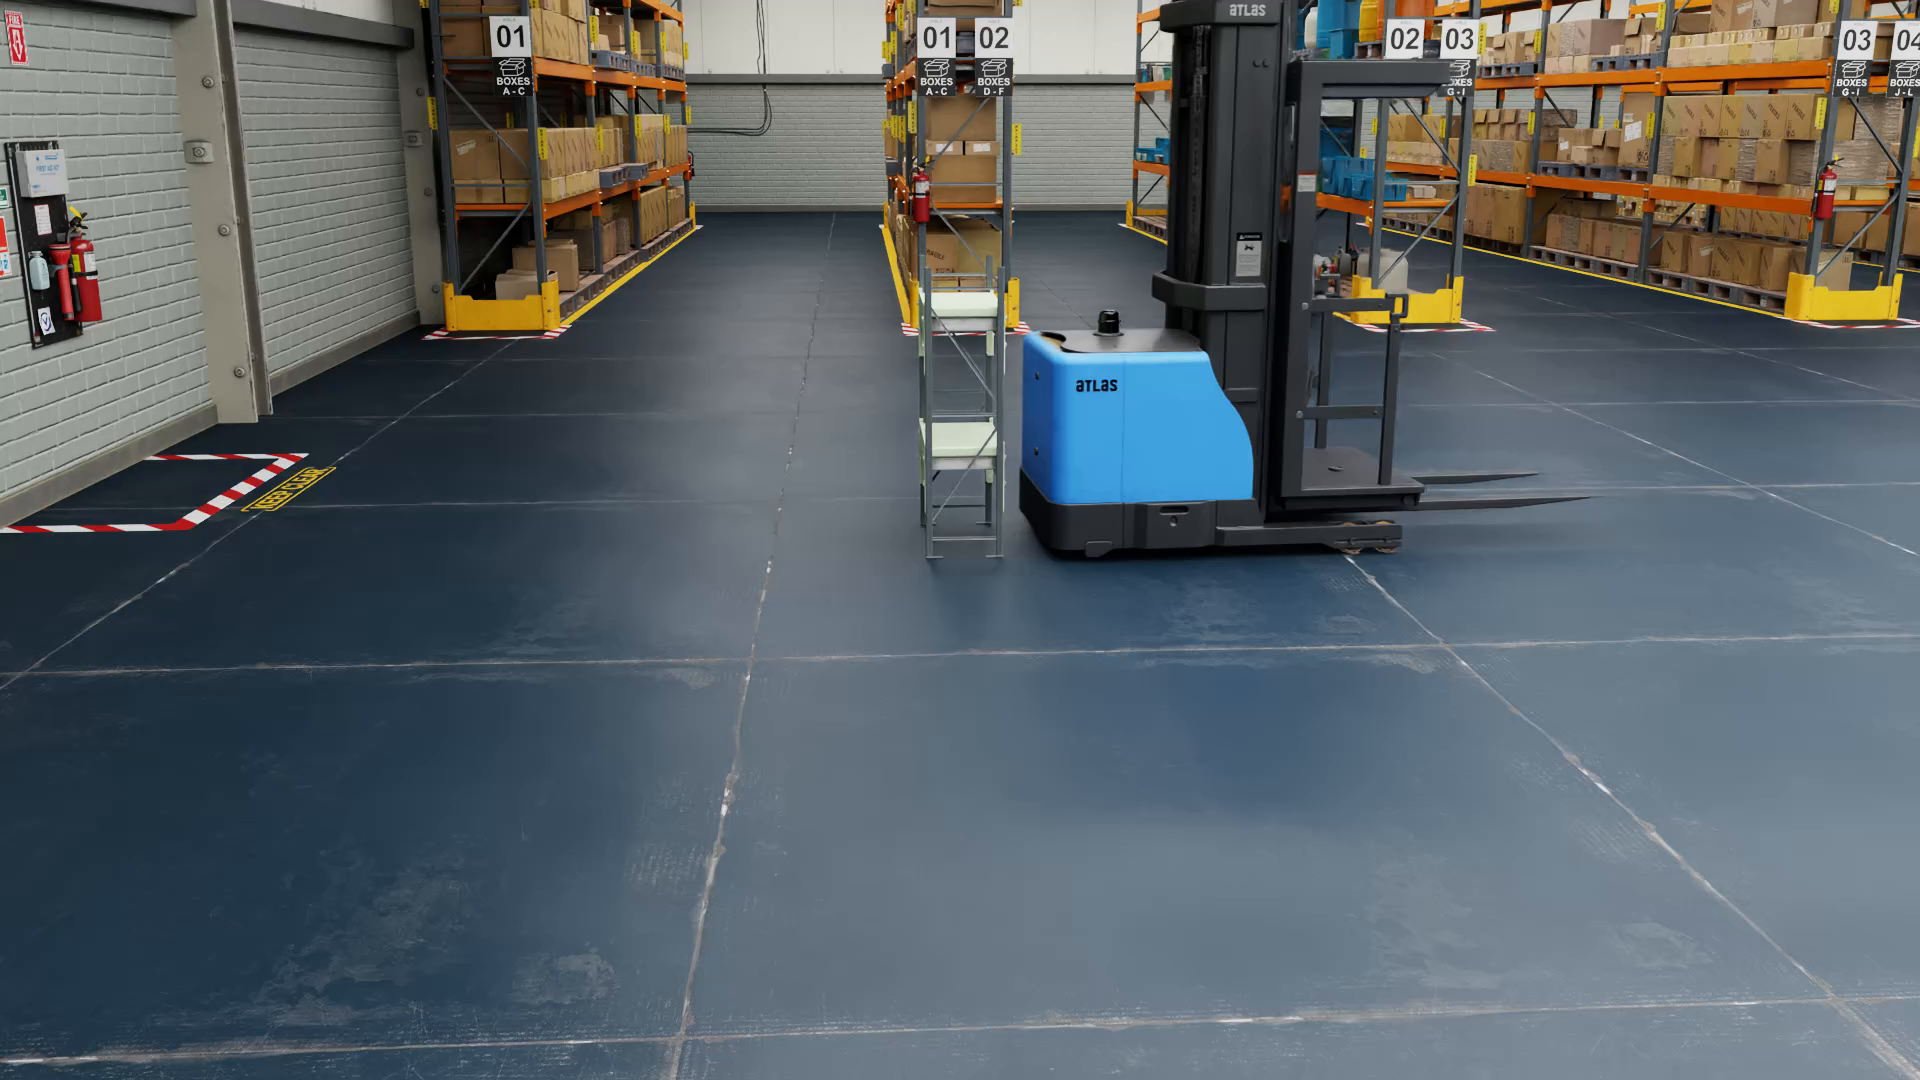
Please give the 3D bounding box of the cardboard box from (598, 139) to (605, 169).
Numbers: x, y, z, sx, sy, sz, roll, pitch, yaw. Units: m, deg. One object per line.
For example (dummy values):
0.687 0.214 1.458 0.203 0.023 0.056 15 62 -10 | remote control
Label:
-5.171 -5.231 22.253 0.700 0.500 0.500 1 14 2 | cardboard box

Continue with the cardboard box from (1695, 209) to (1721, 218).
13.809 -6.014 30.662 0.380 0.149 0.250 -1 14 -2 | cardboard box

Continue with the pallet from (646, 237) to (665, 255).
-5.441 -4.847 27.443 1.003 0.211 1.213 -1 14 -3 | pallet

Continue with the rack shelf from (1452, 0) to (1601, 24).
9.313 -8.788 27.369 1.077 0.370 4.000 -1 14 -3 | rack shelf

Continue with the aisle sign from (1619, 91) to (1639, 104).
13.594 -9.241 33.705 0.394 0.787 0.004 -1 14 -3 | aisle sign

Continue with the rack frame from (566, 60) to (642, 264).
-5.394 -5.698 25.152 1.000 3.000 0.127 -1 14 -3 | rack frame

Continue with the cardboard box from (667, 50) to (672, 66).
-5.439 -8.628 29.776 0.500 0.250 0.500 -1 14 -5 | cardboard box

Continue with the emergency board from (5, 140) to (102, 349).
-5.319 -1.762 9.854 0.194 1.169 0.643 -1 14 -3 | emergency board

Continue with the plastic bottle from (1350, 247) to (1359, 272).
5.081 -3.583 21.365 0.144 0.351 0.185 -2 15 -6 | plastic bottle

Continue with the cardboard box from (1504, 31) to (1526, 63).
9.186 -7.996 27.020 0.500 0.500 0.500 0 14 0 | cardboard box

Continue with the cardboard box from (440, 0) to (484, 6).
-5.186 -5.807 17.307 0.500 0.500 0.500 0 14 -1 | cardboard box

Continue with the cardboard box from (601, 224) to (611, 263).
-5.282 -4.144 23.245 0.700 0.500 0.500 -1 14 -3 | cardboard box

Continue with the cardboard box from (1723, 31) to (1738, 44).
9.516 -6.096 20.182 0.380 0.149 0.250 -1 14 -5 | cardboard box

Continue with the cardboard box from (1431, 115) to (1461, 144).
8.894 -7.467 30.227 0.500 0.500 0.500 0 14 -2 | cardboard box

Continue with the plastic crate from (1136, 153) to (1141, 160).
3.622 -7.594 32.932 0.250 0.136 0.298 -1 14 -3 | plastic crate

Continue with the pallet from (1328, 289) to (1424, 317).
4.893 -2.731 19.218 1.003 0.211 1.213 -1 14 -3 | pallet

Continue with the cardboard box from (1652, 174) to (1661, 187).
9.398 -4.753 21.983 0.380 0.149 0.250 -1 14 -3 | cardboard box

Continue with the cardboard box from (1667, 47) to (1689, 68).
9.457 -6.197 21.372 0.500 0.250 0.500 -1 15 -6 | cardboard box

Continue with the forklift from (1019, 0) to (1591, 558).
1.894 -1.473 8.867 3.031 2.935 1.130 -2 15 -7 | forklift

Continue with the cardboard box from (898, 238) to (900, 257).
-0.641 -4.258 24.232 0.500 0.250 0.500 -1 14 -5 | cardboard box

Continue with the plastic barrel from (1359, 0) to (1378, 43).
4.792 -5.890 18.659 0.600 0.588 0.600 0 14 0 | plastic barrel

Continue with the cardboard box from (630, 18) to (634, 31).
-5.719 -8.549 27.626 0.500 0.250 0.500 0 14 1 | cardboard box

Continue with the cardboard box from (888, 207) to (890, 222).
-1.134 -6.258 31.965 0.500 0.250 0.500 -1 14 -3 | cardboard box

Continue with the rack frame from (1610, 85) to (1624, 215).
13.898 -7.968 33.977 1.000 3.000 0.127 -1 14 -3 | rack frame

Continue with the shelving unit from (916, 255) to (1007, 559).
0.000 -0.725 8.833 0.431 1.500 0.755 -1 14 -3 | shelving unit

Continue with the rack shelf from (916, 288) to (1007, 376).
0.000 -1.103 8.736 0.431 0.370 0.720 -1 14 -3 | rack shelf

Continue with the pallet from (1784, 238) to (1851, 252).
14.347 -4.823 27.347 1.003 0.211 1.213 -1 14 -3 | pallet

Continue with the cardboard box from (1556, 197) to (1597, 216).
9.509 -5.127 25.561 0.500 0.250 0.500 0 14 -1 | cardboard box

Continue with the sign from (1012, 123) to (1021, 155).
0.600 -4.250 17.630 0.100 0.325 0.005 -1 14 -3 | sign

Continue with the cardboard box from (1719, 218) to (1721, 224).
14.428 -5.958 31.042 0.380 0.149 0.250 0 14 -2 | cardboard box

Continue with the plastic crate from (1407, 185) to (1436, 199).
5.255 -3.961 18.931 0.298 0.136 0.250 -1 14 -3 | plastic crate

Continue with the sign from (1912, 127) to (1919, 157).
10.474 -4.365 18.236 0.100 0.325 0.005 -1 14 -3 | sign

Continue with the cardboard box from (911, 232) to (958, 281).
-0.285 -3.149 18.418 0.500 0.500 0.500 -1 14 -3 | cardboard box

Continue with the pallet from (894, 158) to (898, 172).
-0.576 -6.166 27.357 1.003 0.211 1.213 -1 14 -3 | pallet

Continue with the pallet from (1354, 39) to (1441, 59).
5.036 -5.430 18.469 1.003 0.211 1.213 -1 14 -3 | pallet

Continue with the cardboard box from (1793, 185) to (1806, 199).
9.694 -3.946 18.847 0.380 0.149 0.250 -1 14 -3 | cardboard box

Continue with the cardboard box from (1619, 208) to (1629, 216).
13.611 -6.656 33.754 0.380 0.149 0.250 -1 14 -2 | cardboard box

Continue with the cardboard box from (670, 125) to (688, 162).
-5.848 -7.706 32.355 0.980 0.700 0.700 0 14 -1 | cardboard box

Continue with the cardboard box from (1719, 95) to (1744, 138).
9.564 -5.121 20.104 0.500 0.500 0.500 -1 14 -3 | cardboard box

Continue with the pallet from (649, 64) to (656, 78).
-5.536 -7.826 27.786 0.805 0.209 1.217 -1 15 -6 | pallet

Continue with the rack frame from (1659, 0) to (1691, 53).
9.685 -7.838 21.430 1.000 3.000 0.127 -1 14 -3 | rack frame

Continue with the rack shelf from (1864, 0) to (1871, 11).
14.518 -7.845 23.703 1.077 0.370 4.000 -1 14 -3 | rack shelf

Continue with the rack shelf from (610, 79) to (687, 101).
-5.766 -8.294 30.668 1.077 0.370 4.000 -1 14 -3 | rack shelf

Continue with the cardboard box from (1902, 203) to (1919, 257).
14.457 -4.491 24.133 1.050 0.750 0.750 -1 14 -3 | cardboard box

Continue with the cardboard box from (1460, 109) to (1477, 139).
9.237 -7.298 29.156 0.797 0.503 0.637 -1 14 -5 | cardboard box

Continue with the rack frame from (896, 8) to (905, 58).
-0.450 -8.681 24.706 1.000 3.000 0.127 -1 14 -3 | rack frame

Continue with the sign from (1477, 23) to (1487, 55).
5.539 -5.326 17.668 0.100 0.325 0.005 -1 14 -3 | sign

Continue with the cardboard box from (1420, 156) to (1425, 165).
8.796 -7.063 30.962 0.380 0.149 0.250 -1 14 -2 | cardboard box

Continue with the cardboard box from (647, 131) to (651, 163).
-5.222 -6.279 26.572 0.500 0.500 0.500 -1 14 -4 | cardboard box

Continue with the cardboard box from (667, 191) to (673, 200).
-5.425 -6.275 30.268 0.380 0.149 0.250 0 14 -2 | cardboard box

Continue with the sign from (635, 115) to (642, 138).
-4.853 -6.231 25.060 0.100 0.325 0.005 -1 14 -3 | sign
